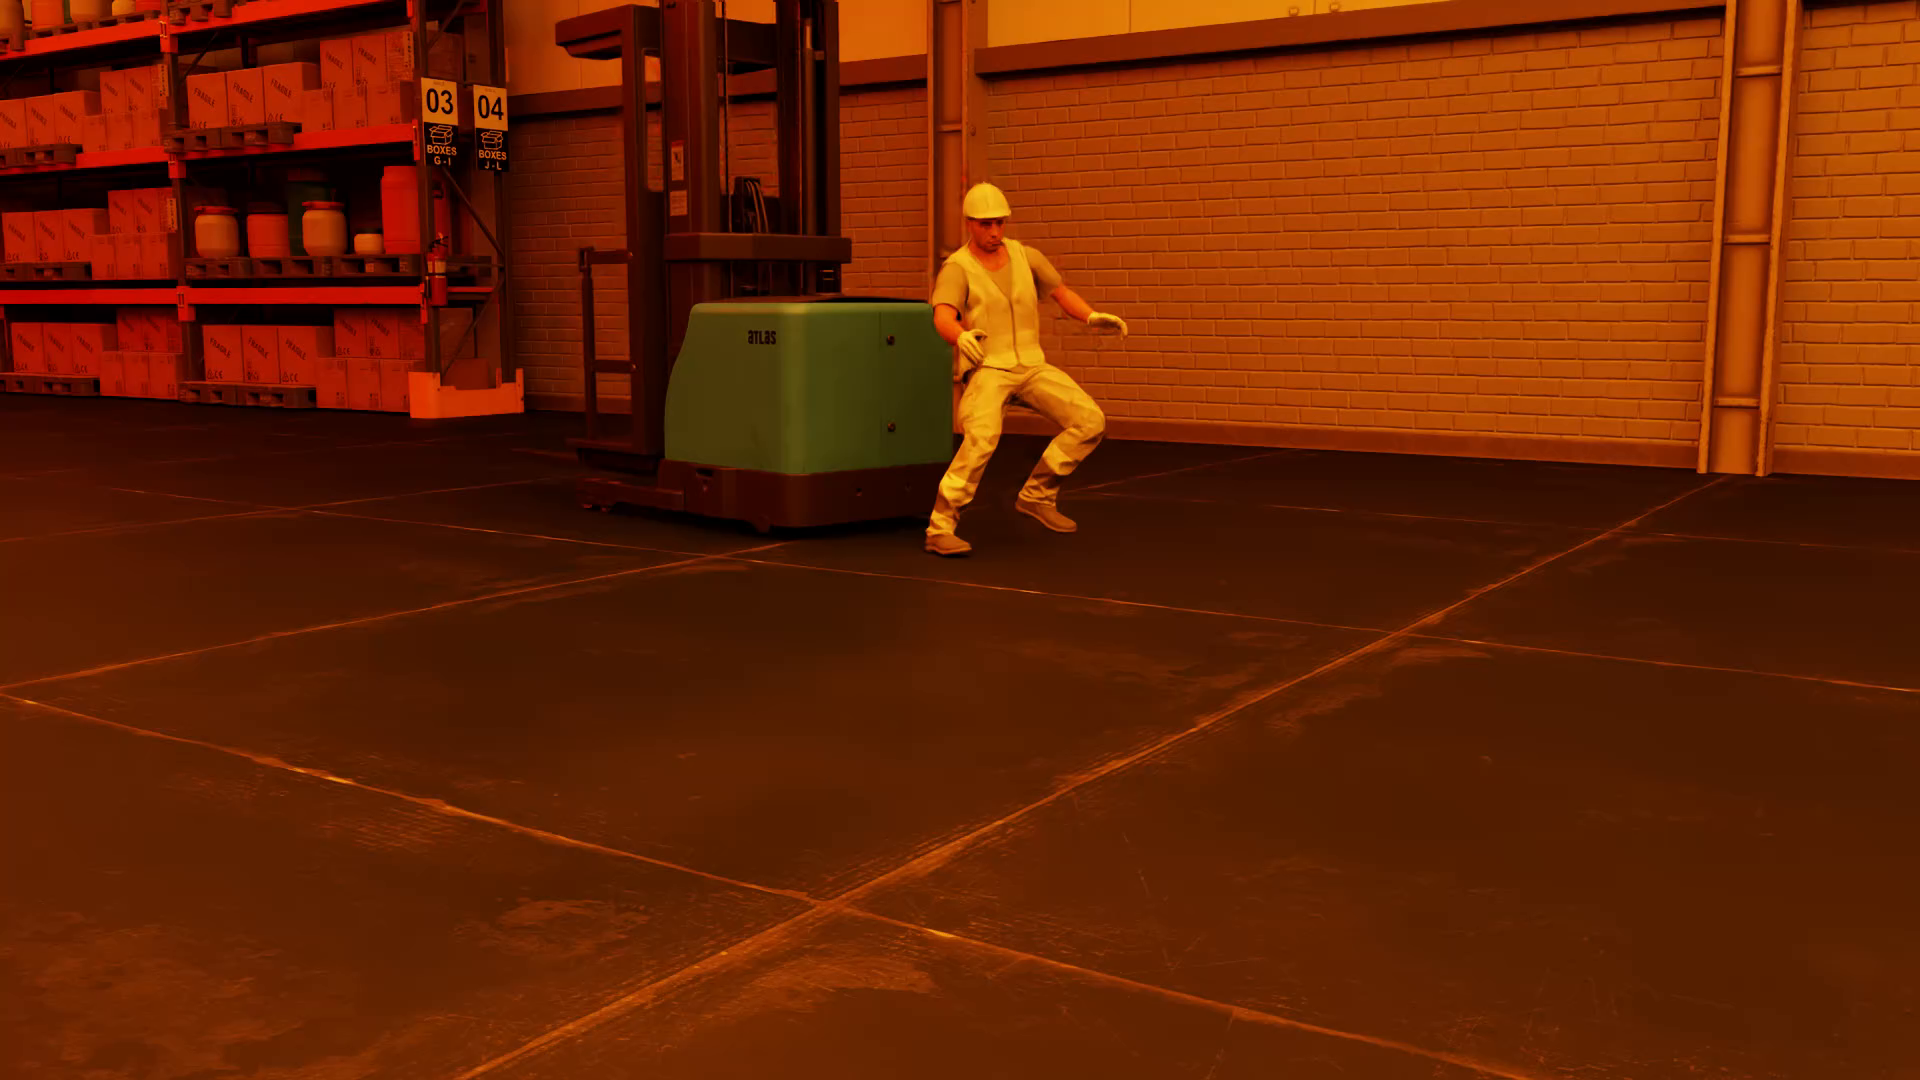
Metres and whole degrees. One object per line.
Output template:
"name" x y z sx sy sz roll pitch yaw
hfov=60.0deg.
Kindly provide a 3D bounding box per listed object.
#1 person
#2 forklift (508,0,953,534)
"person" 0.269 -0.757 7.287 0.925 1.595 0.716 -4 9 -28
"forklift" -1.385 -1.636 8.700 1.130 2.935 3.031 -7 11 -42
